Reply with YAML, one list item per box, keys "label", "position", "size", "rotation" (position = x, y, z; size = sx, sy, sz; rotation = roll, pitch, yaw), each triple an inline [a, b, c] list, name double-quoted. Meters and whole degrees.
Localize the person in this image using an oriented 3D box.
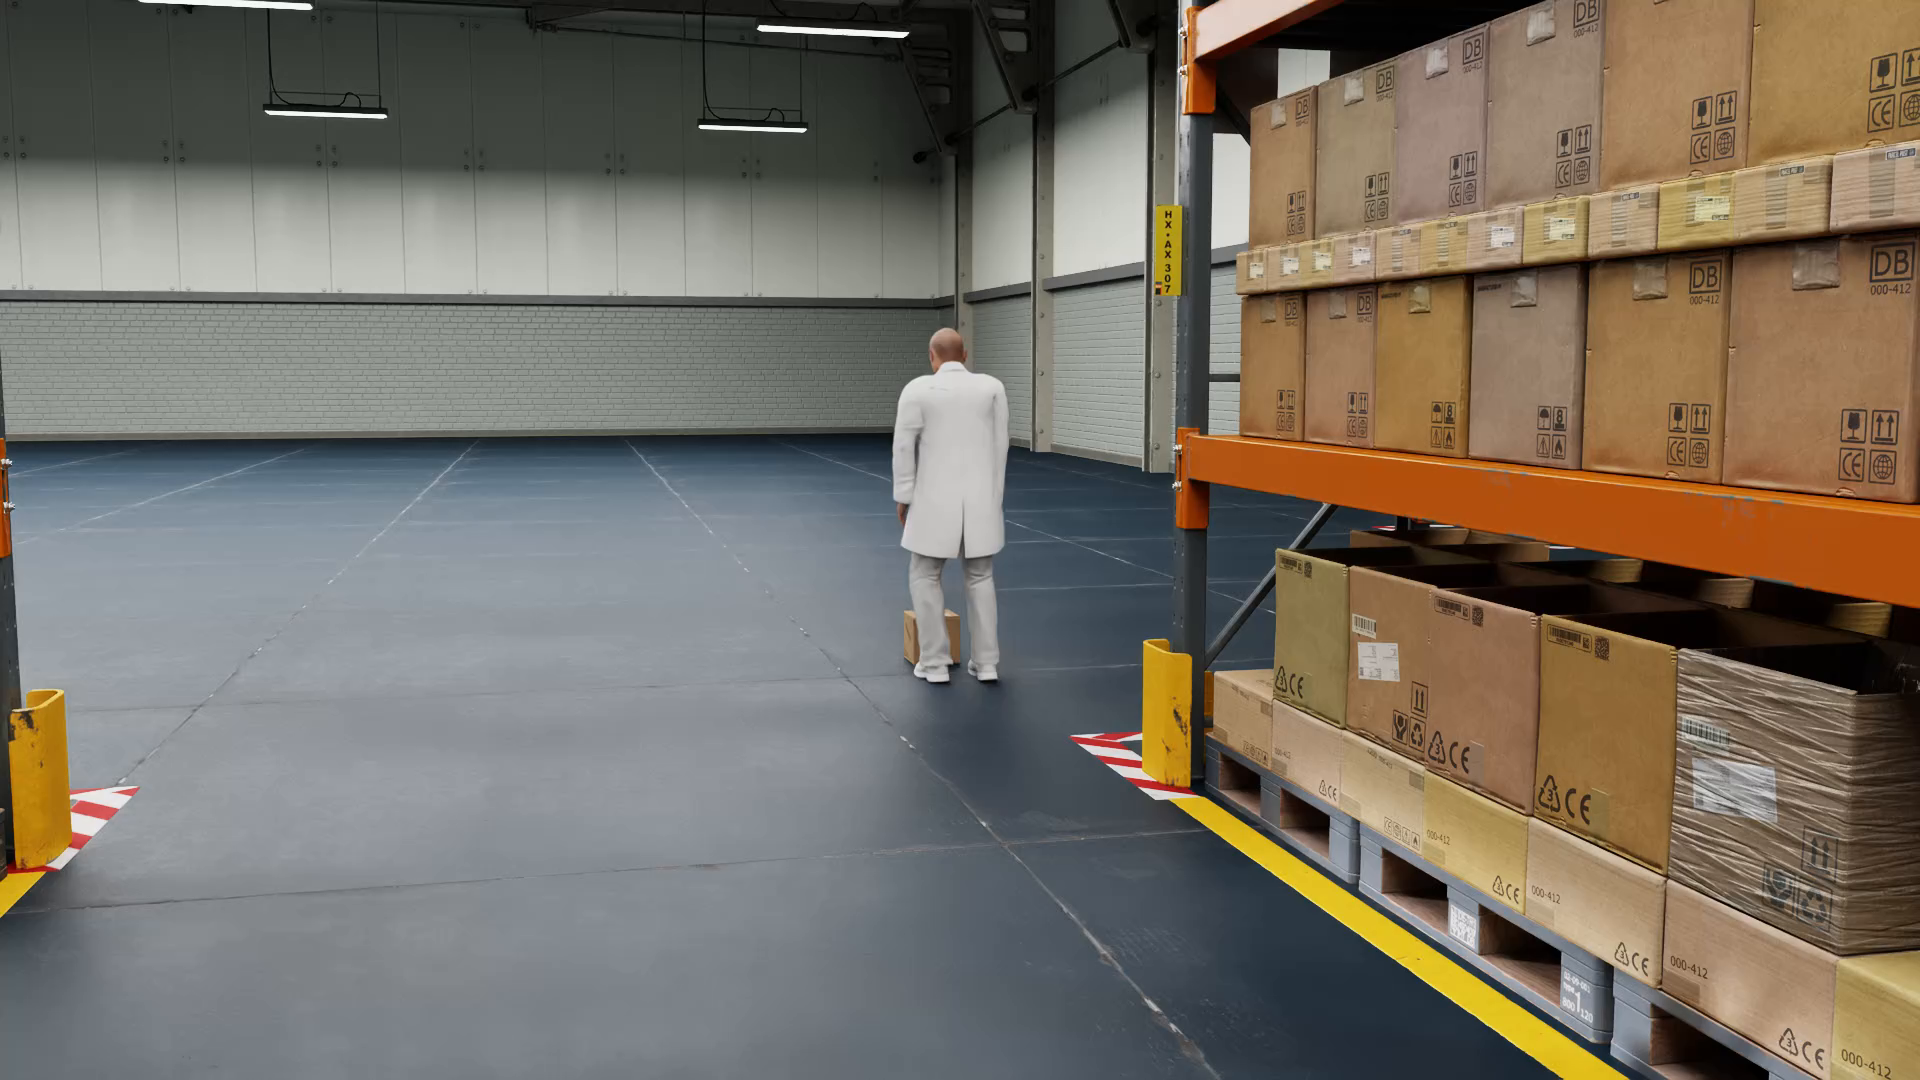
- label: "person"
  position: [-0.048, -0.171, 8.229]
  size: [0.583, 1.746, 0.396]
  rotation: [-1, 6, -12]
